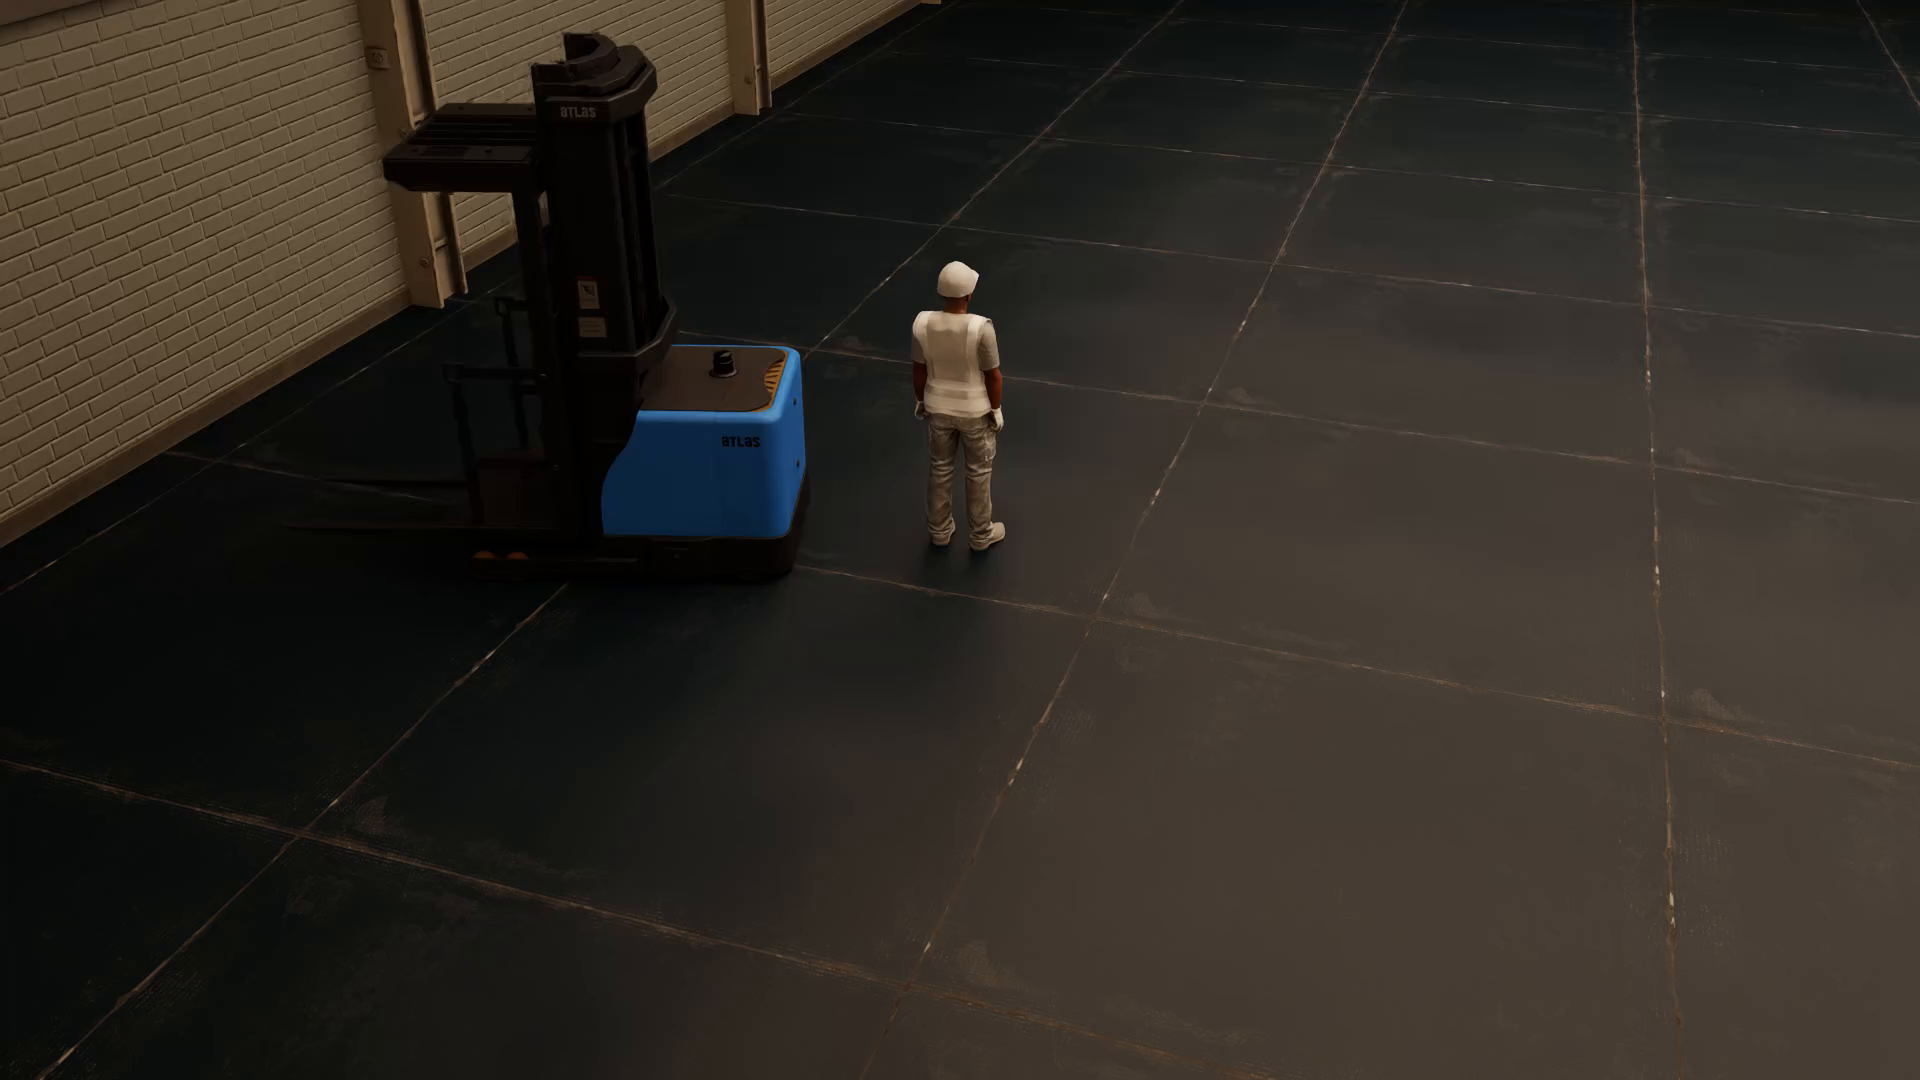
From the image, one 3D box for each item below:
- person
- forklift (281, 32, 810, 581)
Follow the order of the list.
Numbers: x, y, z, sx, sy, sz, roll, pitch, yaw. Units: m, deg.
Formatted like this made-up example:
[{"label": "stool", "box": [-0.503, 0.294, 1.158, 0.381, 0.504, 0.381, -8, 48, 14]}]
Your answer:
[{"label": "person", "box": [-0.002, -0.776, 9.657, 0.543, 1.789, 0.387, 10, 31, 16]}, {"label": "forklift", "box": [-2.472, -1.296, 9.410, 3.031, 2.935, 1.130, 1, 30, 2]}]
